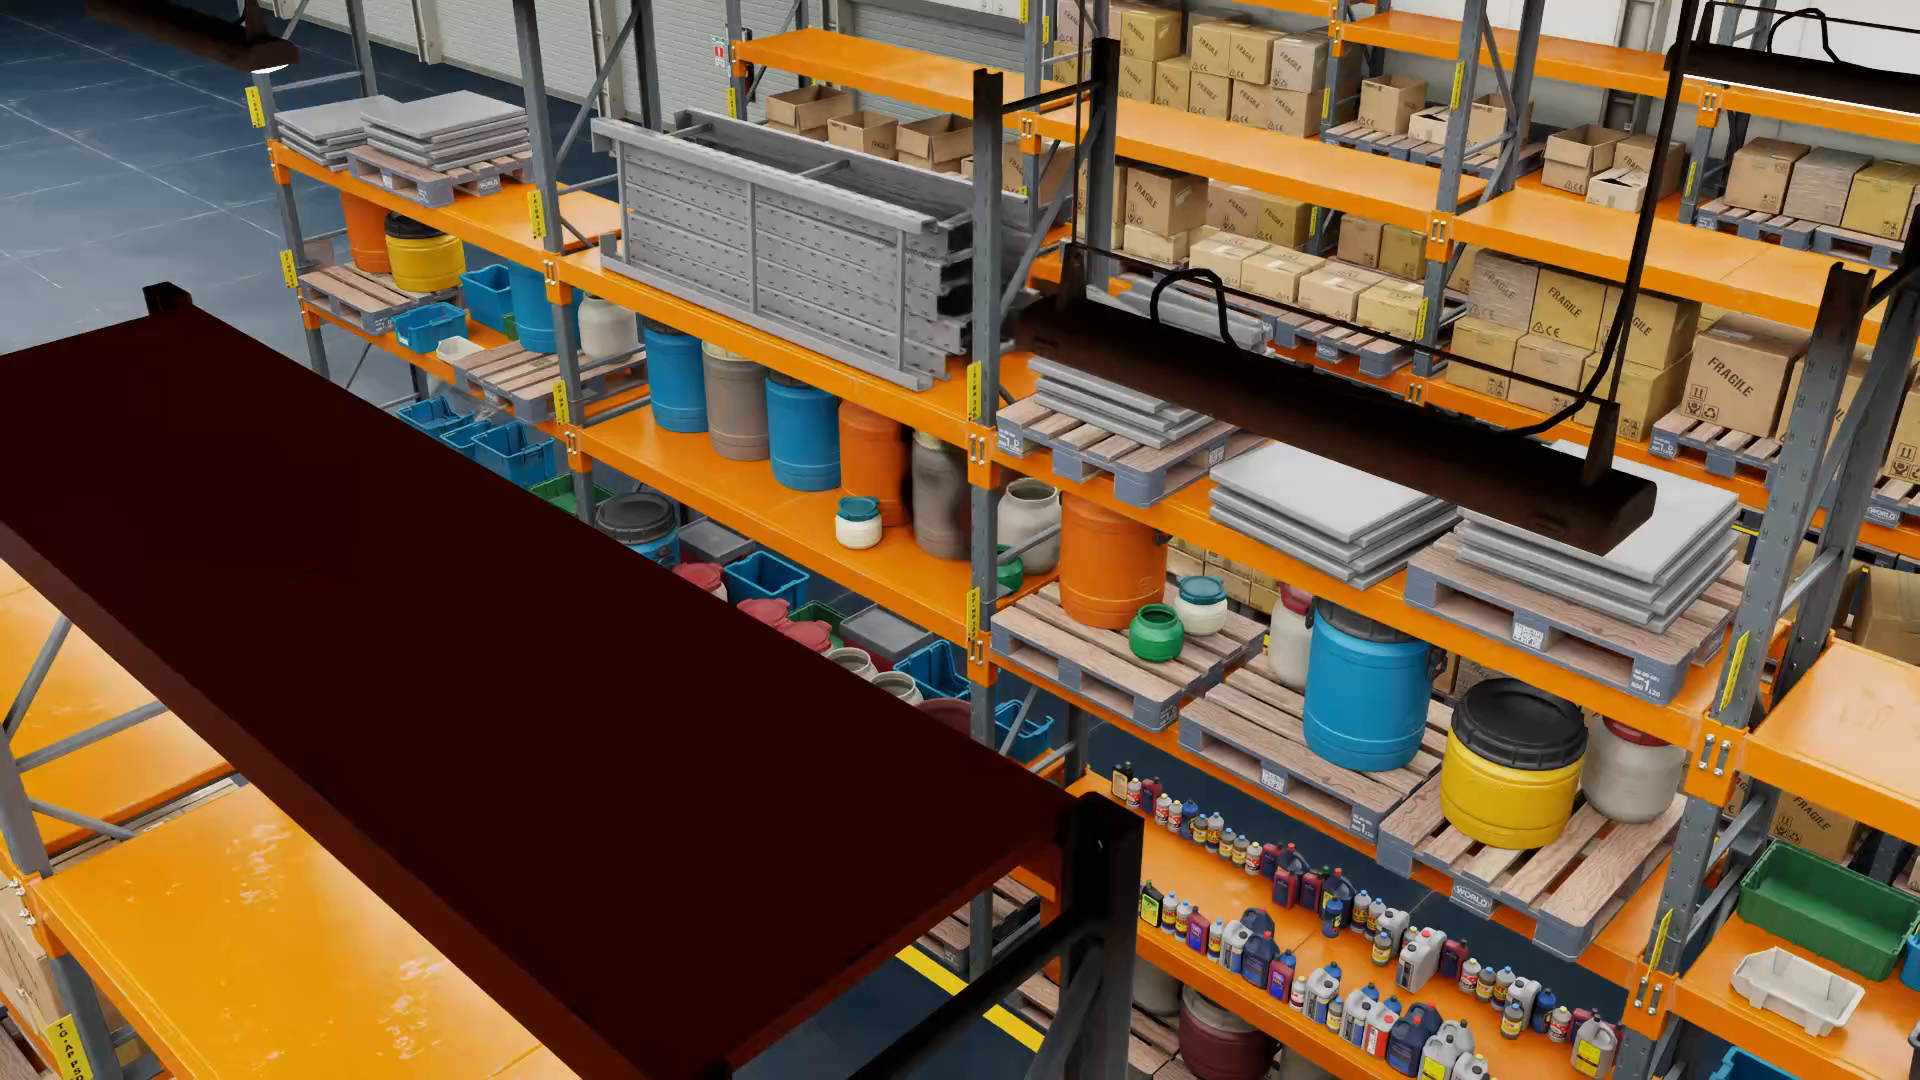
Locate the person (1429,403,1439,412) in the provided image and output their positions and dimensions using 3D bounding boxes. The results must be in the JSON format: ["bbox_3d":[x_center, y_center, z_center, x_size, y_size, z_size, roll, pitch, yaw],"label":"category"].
[{"bbox_3d":[4.329,-0.637,15.679,0.552,1.724,0.842,-22,36,-33],"label":"person"}]

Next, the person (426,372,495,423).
[{"bbox_3d":[-5.579,-1.914,17.952,0.935,1.681,0.602,-11,31,-19],"label":"person"}]
